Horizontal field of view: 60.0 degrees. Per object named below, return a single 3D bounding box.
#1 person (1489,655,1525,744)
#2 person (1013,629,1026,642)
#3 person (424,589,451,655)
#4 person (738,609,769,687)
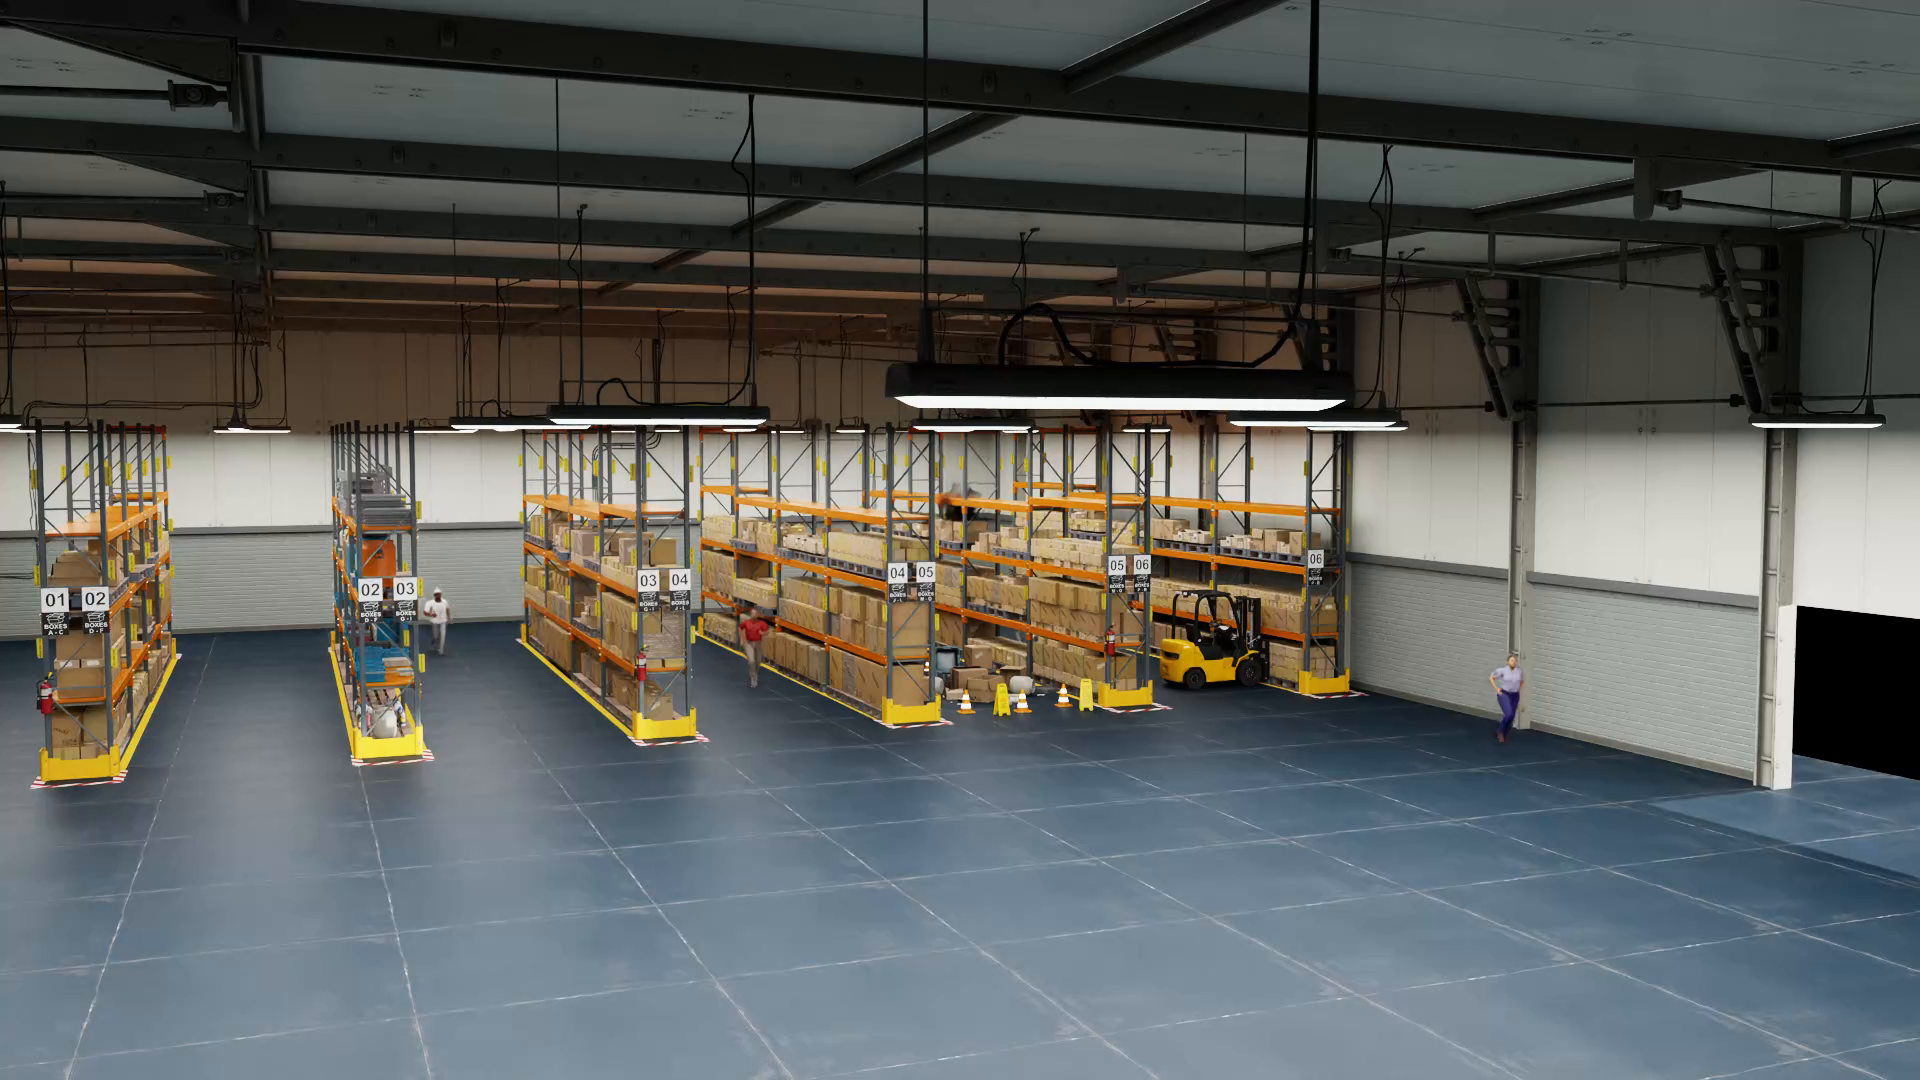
[{"bbox_3d":[10.261,2.981,31.039,0.641,1.674,0.598,-1,4,-16],"label":"person"},{"bbox_3d":[1.639,2.052,45.789,0.562,1.617,0.657,-2,4,-26],"label":"person"},{"bbox_3d":[-13.637,2.142,43.416,0.710,1.739,0.775,-3,4,-36],"label":"person"},{"bbox_3d":[-4.718,2.445,38.169,0.665,1.726,0.966,-1,4,-19],"label":"person"}]
